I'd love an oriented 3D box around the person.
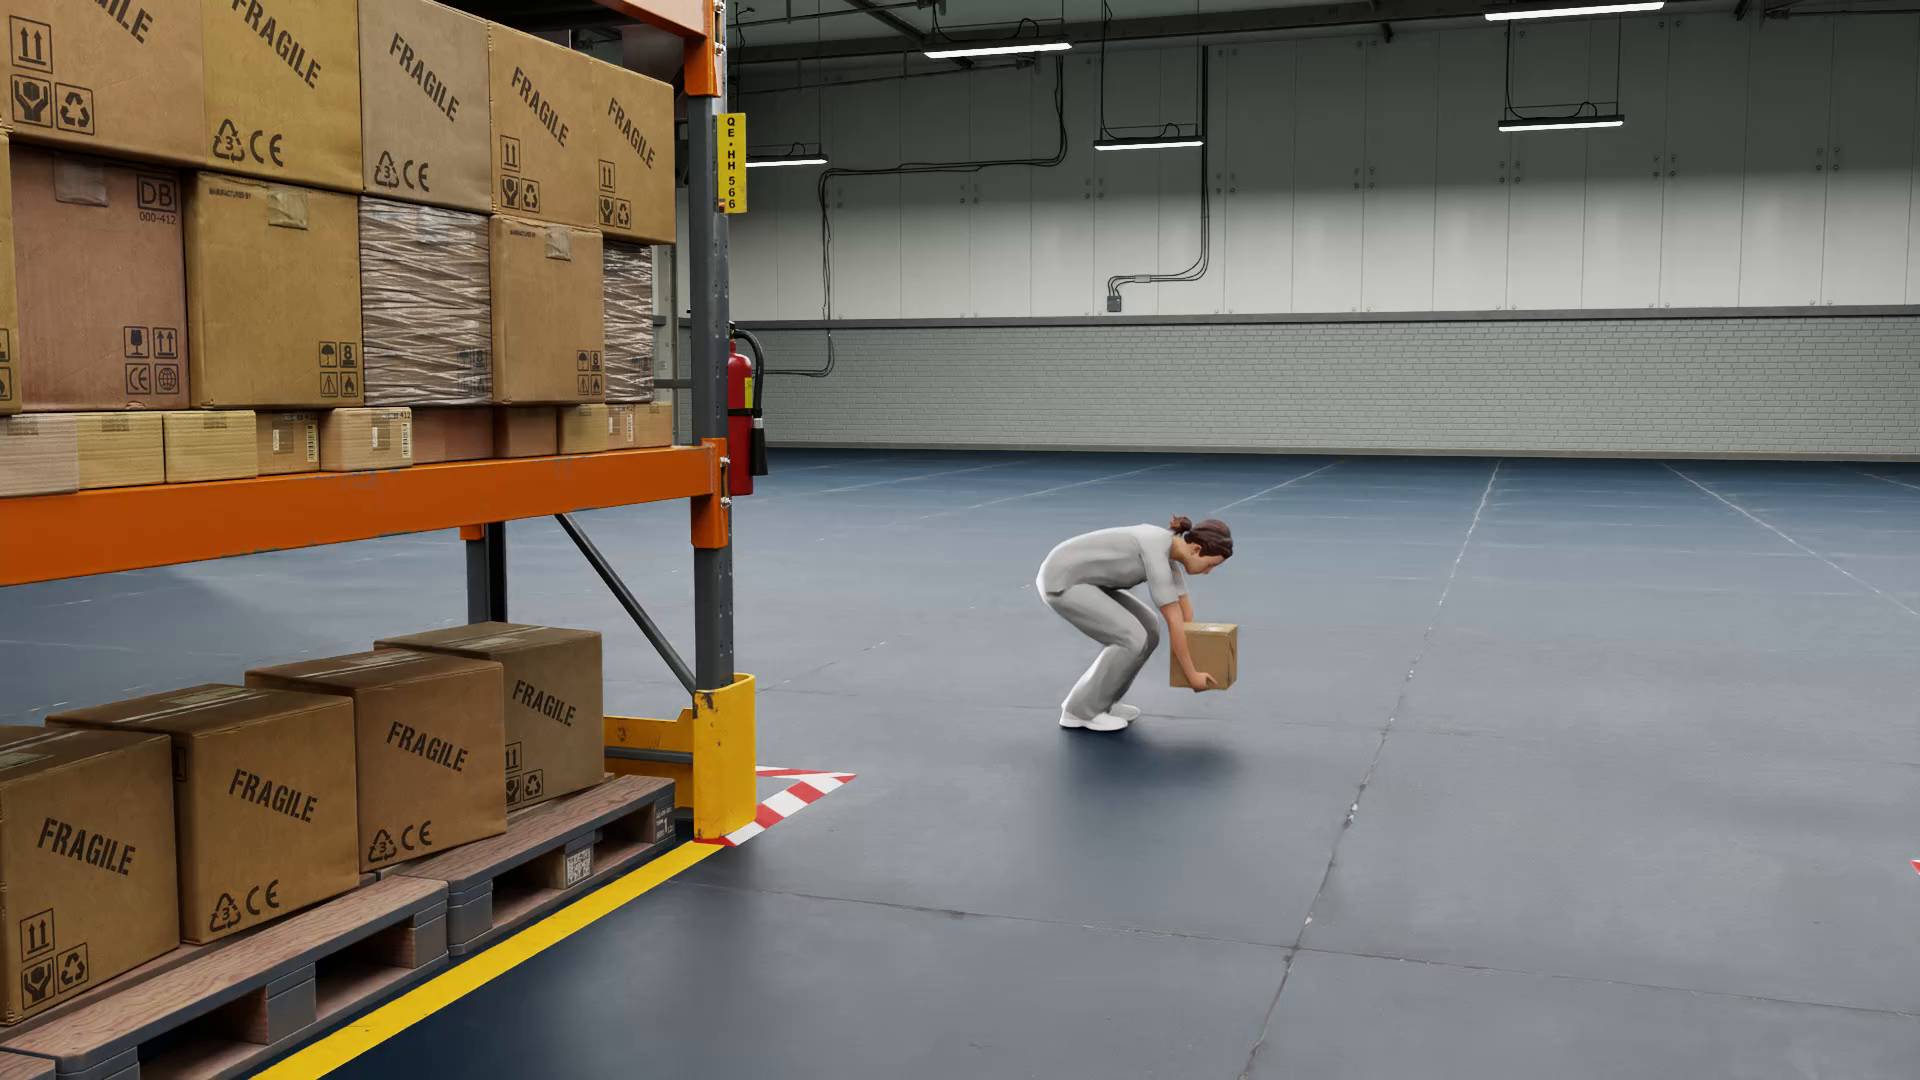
[{"bbox_3d":[0.769,0.351,7.327,0.857,0.956,0.476,2,6,16],"label":"person"}]
